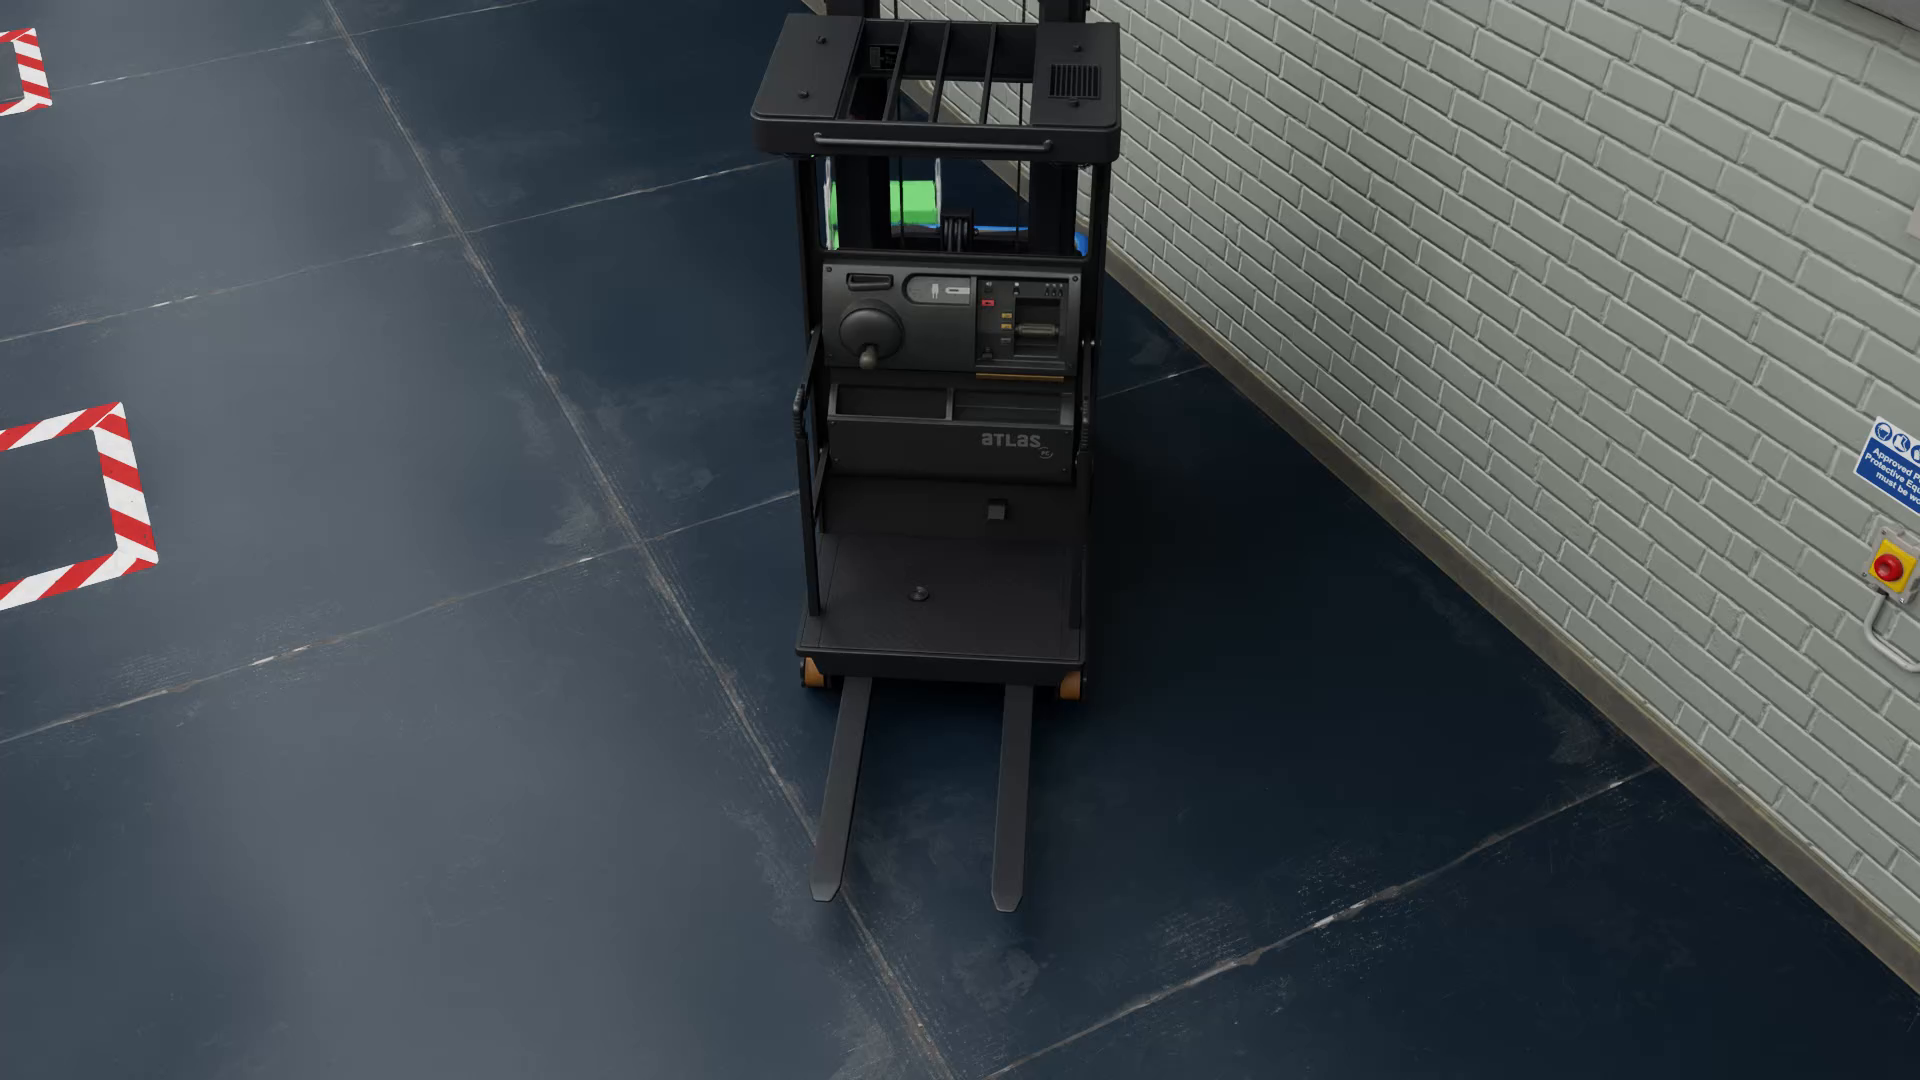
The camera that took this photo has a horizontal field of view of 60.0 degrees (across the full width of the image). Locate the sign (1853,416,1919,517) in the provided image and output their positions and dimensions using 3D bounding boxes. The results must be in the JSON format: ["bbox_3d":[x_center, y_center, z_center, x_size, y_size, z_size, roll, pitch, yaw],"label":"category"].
[{"bbox_3d":[2.832,-0.198,4.953,0.001,0.218,0.327,-19,44,-21],"label":"sign"}]

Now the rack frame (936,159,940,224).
[{"bbox_3d":[-0.096,-1.157,7.689,0.015,1.200,0.240,-1,40,-1],"label":"rack frame"}]

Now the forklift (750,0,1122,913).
[{"bbox_3d":[-0.044,-0.717,5.829,1.130,2.935,3.031,3,40,3],"label":"forklift"}]

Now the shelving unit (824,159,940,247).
[{"bbox_3d":[-0.340,-1.154,7.685,0.503,1.200,0.258,-1,40,-1],"label":"shelving unit"}]

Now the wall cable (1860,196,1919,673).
[{"bbox_3d":[2.800,-0.449,4.648,0.123,1.953,0.585,-19,44,-21],"label":"wall cable"}]

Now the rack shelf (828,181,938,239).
[{"bbox_3d":[-0.340,-1.472,7.416,0.480,0.148,0.258,-1,40,-1],"label":"rack shelf"}]

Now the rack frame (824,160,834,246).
[{"bbox_3d":[-0.584,-1.151,7.681,0.015,1.200,0.240,-1,40,-1],"label":"rack frame"}]

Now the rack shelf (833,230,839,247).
[{"bbox_3d":[-0.340,-1.288,7.571,0.480,0.148,0.258,-1,40,-1],"label":"rack shelf"}]
